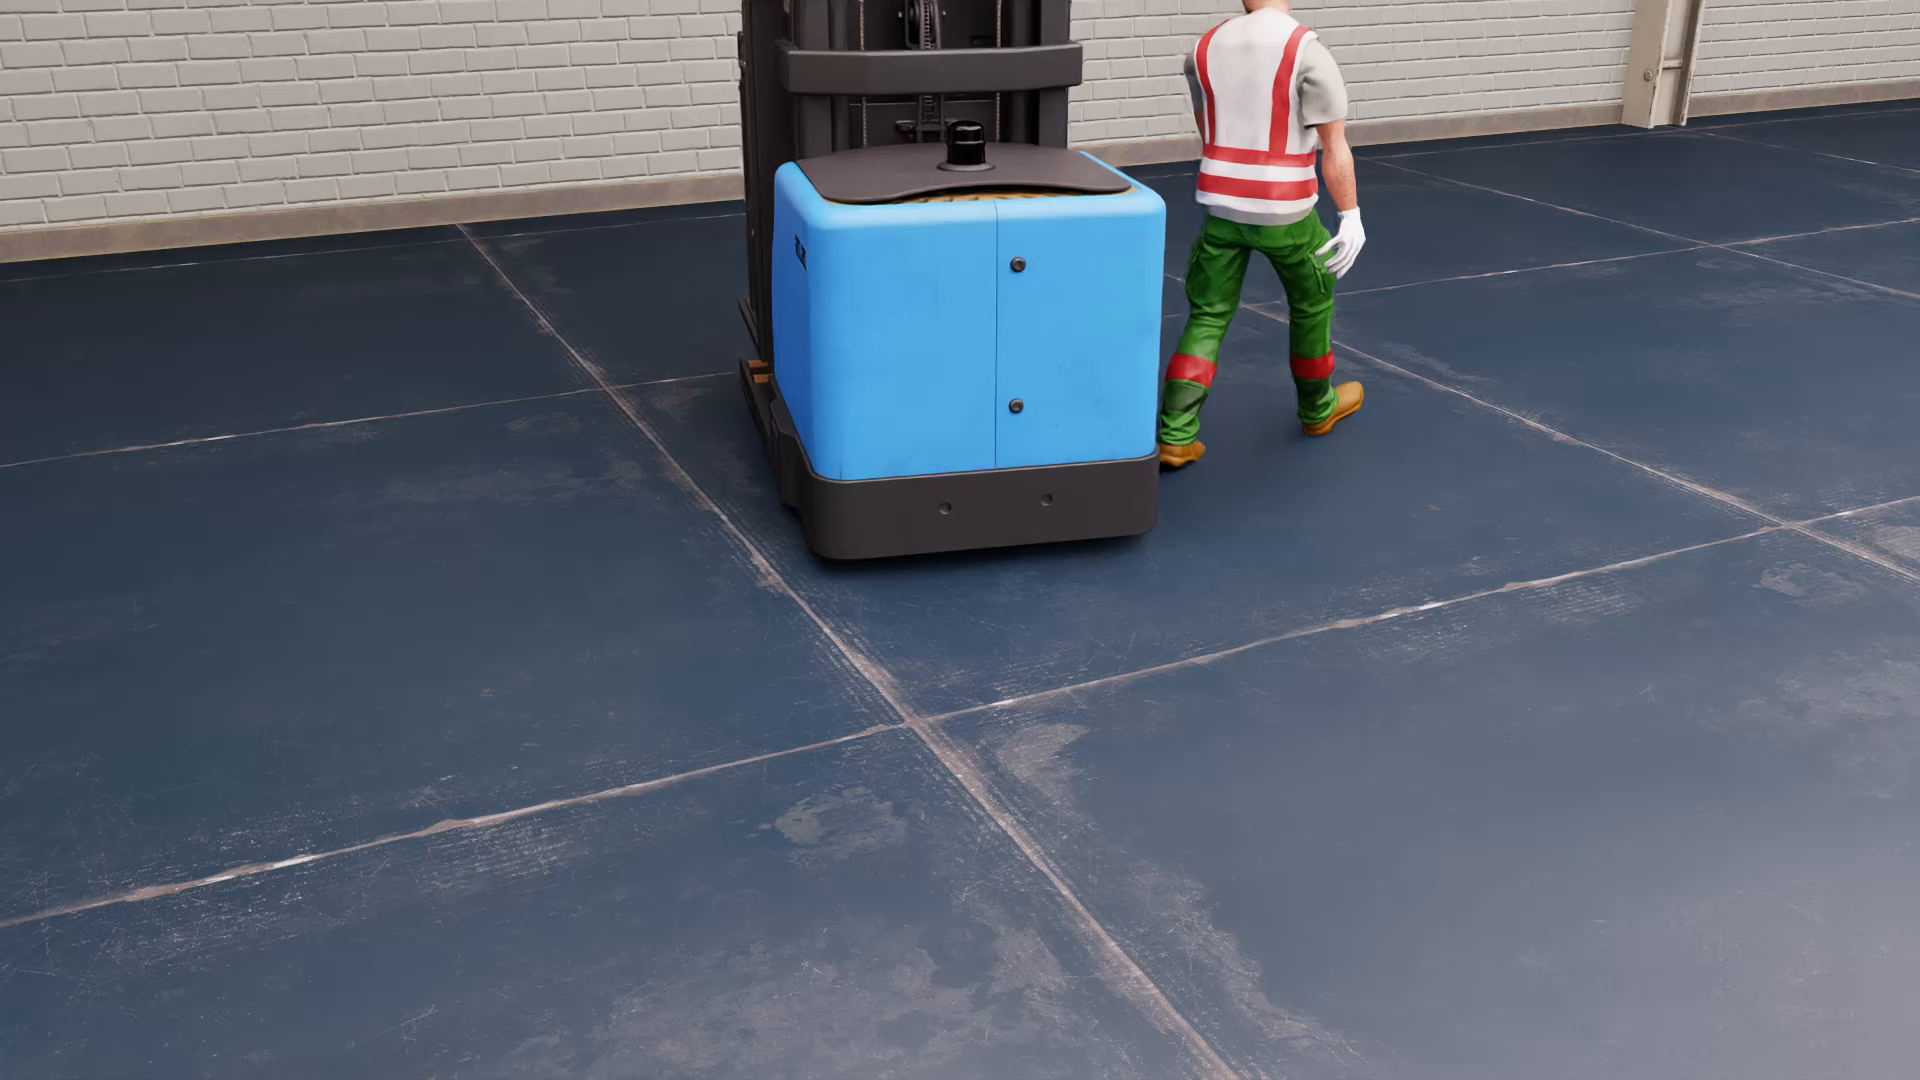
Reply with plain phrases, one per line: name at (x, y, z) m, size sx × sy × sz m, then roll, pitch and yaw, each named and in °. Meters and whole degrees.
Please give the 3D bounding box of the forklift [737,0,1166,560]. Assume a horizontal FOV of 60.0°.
forklift at (-0.227, -1.832, 5.695) m, size 1.130 × 2.935 × 3.031 m, roll -5°, pitch 23°, yaw -12°

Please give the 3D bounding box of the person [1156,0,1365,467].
person at (1.086, -1.122, 5.590) m, size 0.712 × 1.743 × 0.902 m, roll 15°, pitch 27°, yaw 32°
